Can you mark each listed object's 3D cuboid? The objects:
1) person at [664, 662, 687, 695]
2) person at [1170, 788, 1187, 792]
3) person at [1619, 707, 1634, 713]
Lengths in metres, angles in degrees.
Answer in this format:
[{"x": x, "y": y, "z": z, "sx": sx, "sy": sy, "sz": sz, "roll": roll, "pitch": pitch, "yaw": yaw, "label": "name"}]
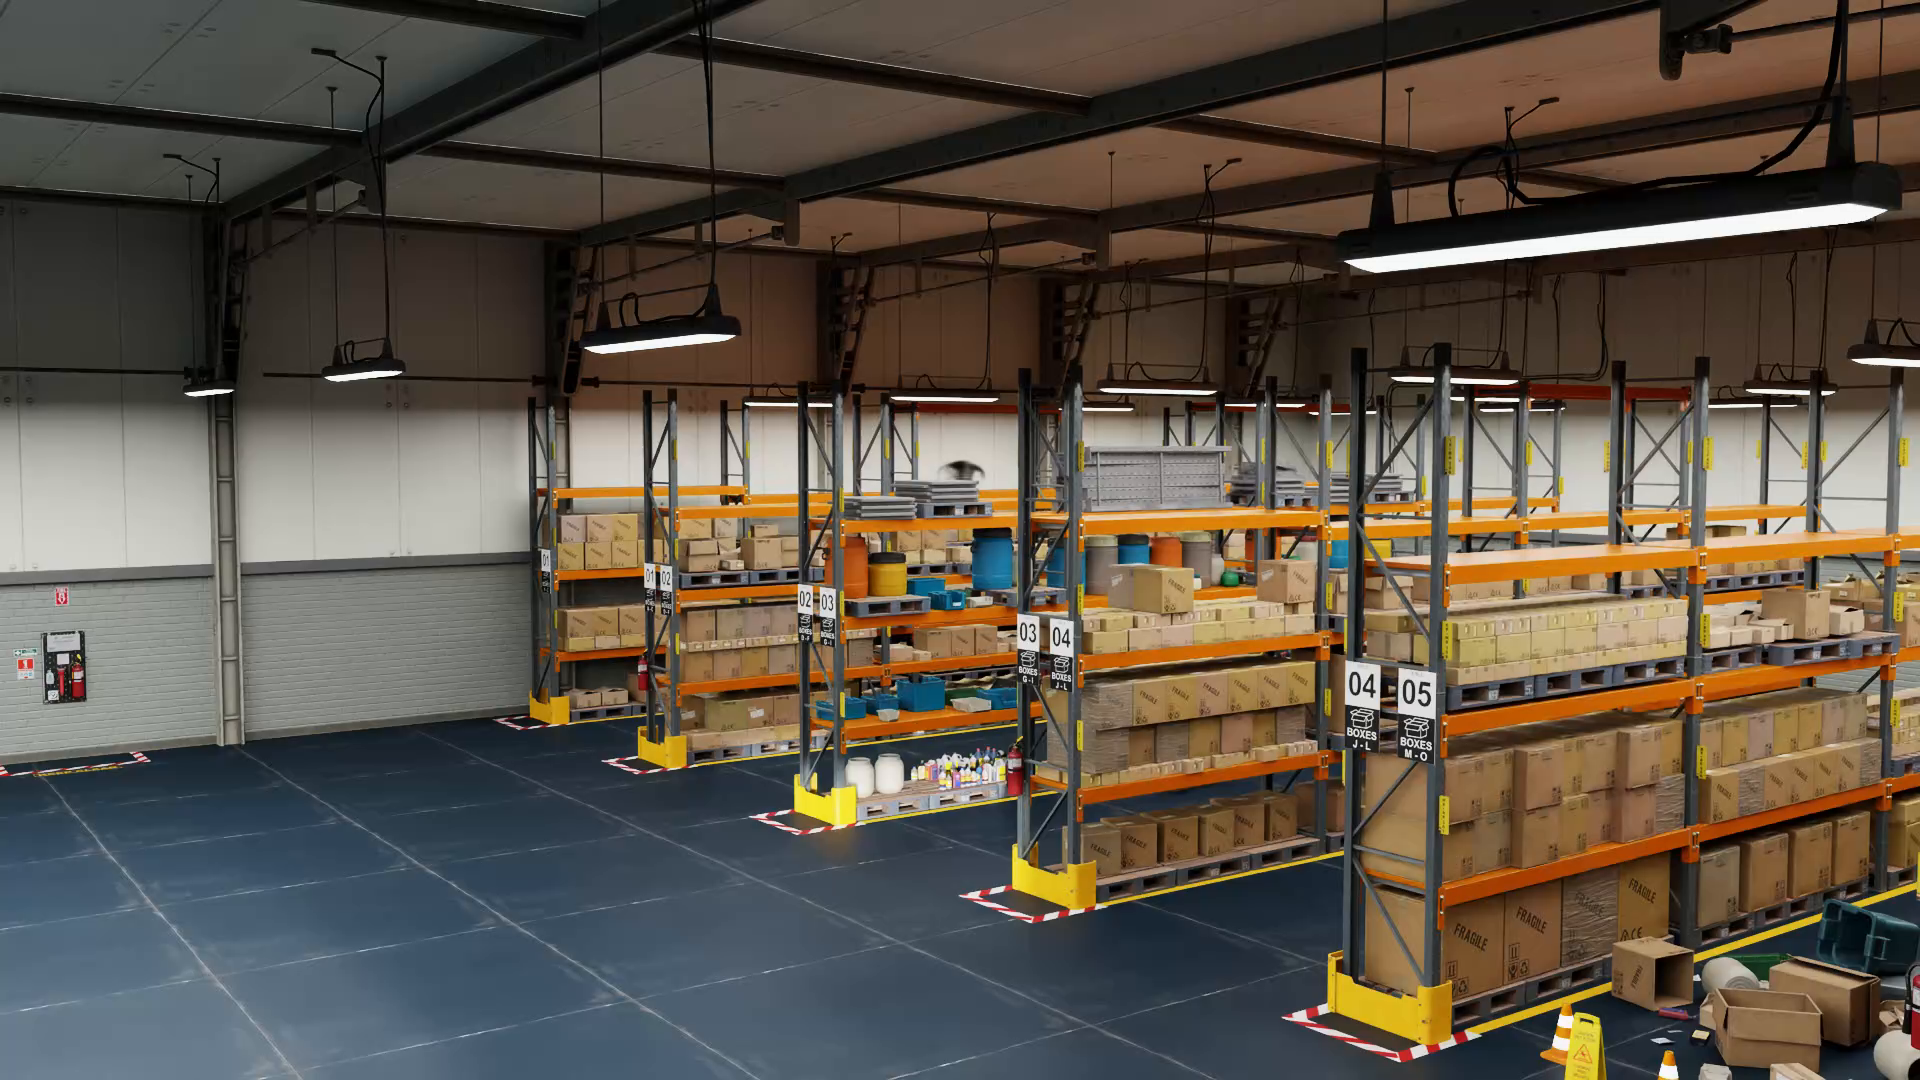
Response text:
[{"x": -4.963, "y": 2.593, "z": 29.651, "sx": 0.541, "sy": 1.651, "sz": 0.778, "roll": 1, "pitch": 3, "yaw": 14, "label": "person"}, {"x": 3.017, "y": 2.947, "z": 24.227, "sx": 1.029, "sy": 1.538, "sz": 0.679, "roll": -2, "pitch": 4, "yaw": -34, "label": "person"}, {"x": 9.125, "y": 3.044, "z": 22.769, "sx": 0.812, "sy": 1.540, "sz": 0.573, "roll": -1, "pitch": 4, "yaw": -17, "label": "person"}]
